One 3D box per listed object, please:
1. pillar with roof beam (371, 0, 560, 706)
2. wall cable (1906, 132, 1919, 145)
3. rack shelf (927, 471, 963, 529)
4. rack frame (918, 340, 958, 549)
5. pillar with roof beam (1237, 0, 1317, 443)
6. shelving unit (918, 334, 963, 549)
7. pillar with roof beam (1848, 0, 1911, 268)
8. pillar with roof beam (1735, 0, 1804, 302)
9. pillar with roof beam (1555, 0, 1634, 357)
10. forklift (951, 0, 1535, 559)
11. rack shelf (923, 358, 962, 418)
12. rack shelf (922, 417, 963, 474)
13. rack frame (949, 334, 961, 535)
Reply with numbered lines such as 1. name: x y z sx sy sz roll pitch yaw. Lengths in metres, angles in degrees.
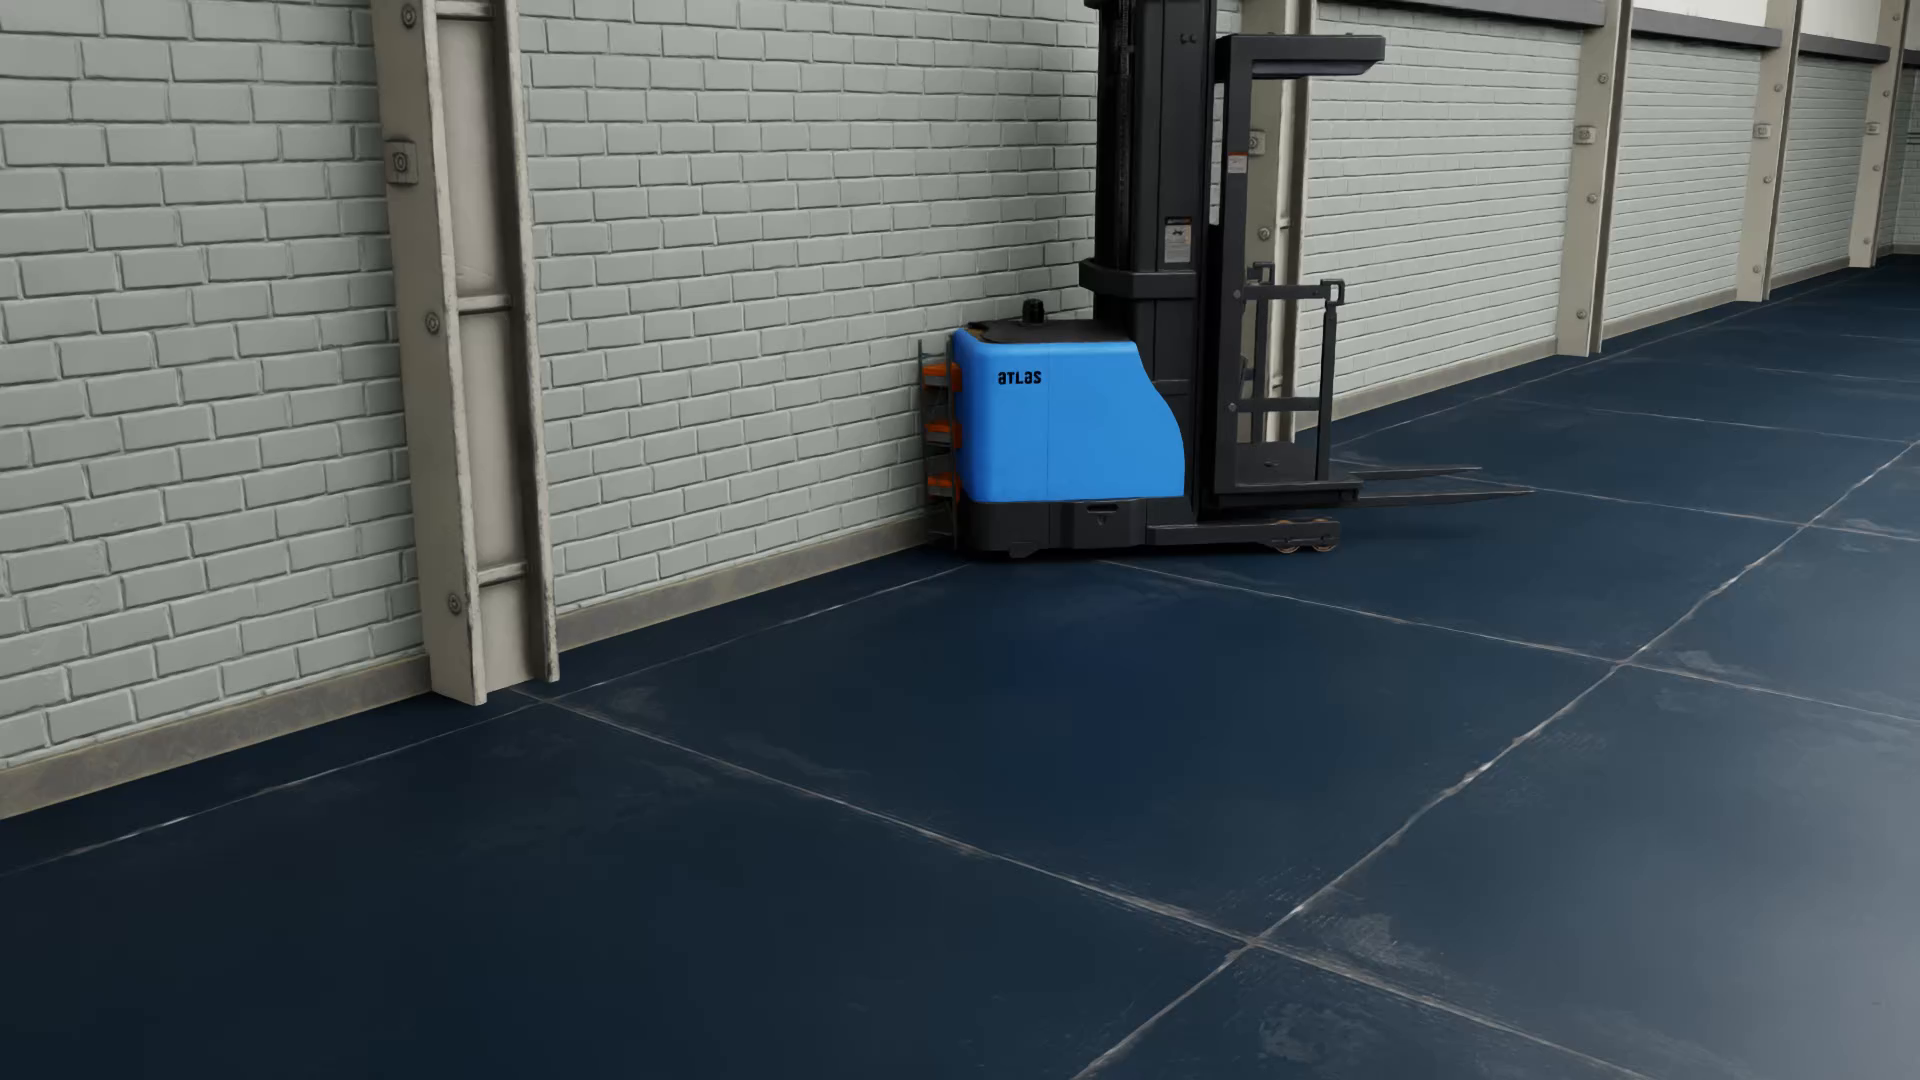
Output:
1. pillar with roof beam: 1.549 -3.139 2.701 9.100 9.000 0.400 11 18 38
2. wall cable: 16.164 -7.256 25.214 3.097 2.526 0.112 11 18 38
3. rack shelf: -0.022 -0.220 8.502 0.215 0.259 0.240 9 18 38
4. rack frame: -0.110 -0.475 8.342 0.200 1.050 0.008 9 18 38
5. pillar with roof beam: 5.320 -4.288 7.224 9.100 9.000 0.400 11 18 38
6. shelving unit: -0.033 -0.500 8.434 0.215 1.050 0.252 9 18 38
7. pillar with roof beam: 16.633 -7.735 20.794 9.100 9.000 0.400 11 18 38
8. pillar with roof beam: 12.862 -6.586 16.271 9.100 9.000 0.400 11 18 38
9. pillar with roof beam: 9.091 -5.437 11.748 9.100 9.000 0.400 11 18 38
10. forklift: 1.471 -1.480 8.495 3.031 2.935 1.130 -2 14 -9
11. rack shelf: -0.044 -0.766 8.369 0.215 0.259 0.240 9 18 38
12. rack shelf: -0.033 -0.490 8.436 0.215 0.259 0.240 9 18 38
13. rack frame: 0.044 -0.526 8.525 0.200 1.050 0.008 9 18 38
